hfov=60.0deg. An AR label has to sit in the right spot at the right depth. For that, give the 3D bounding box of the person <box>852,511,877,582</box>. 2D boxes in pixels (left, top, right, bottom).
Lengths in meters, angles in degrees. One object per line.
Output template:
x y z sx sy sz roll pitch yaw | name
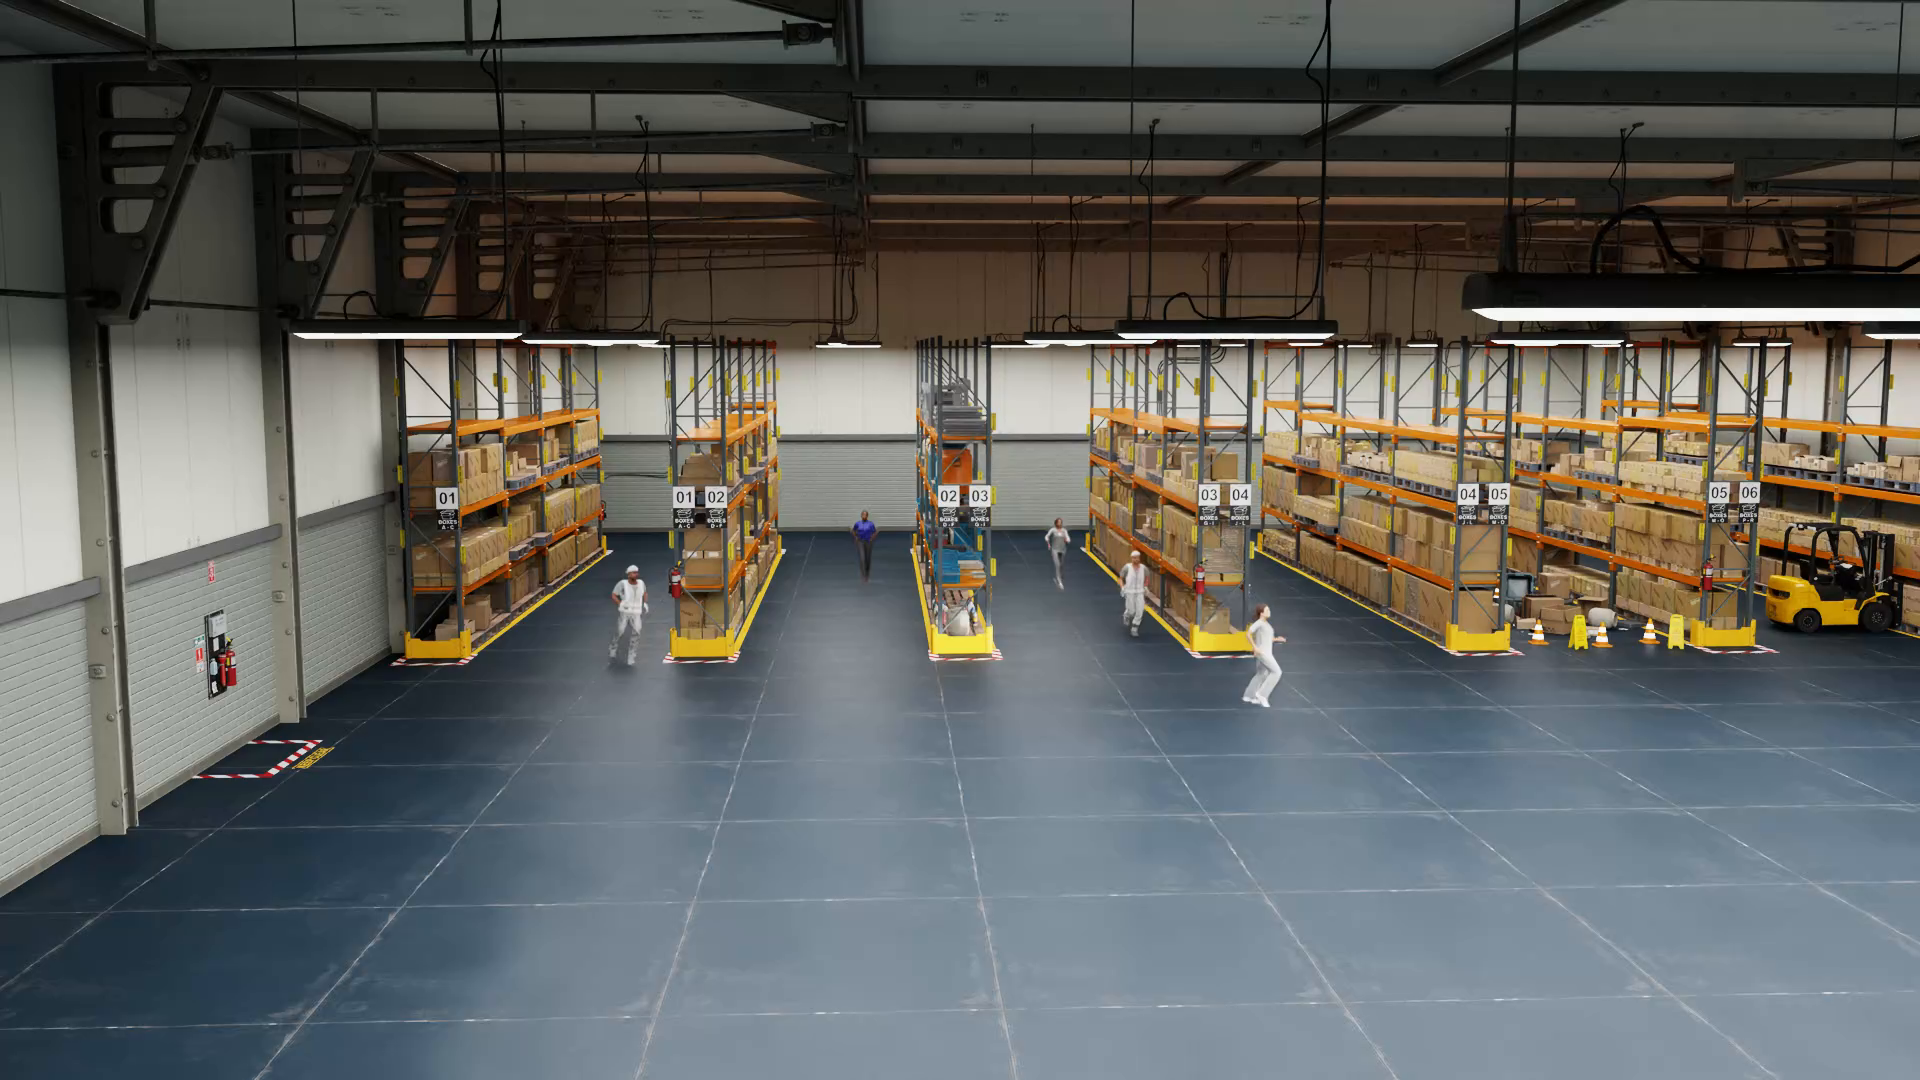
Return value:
-2.275 0.137 39.657 0.579 1.659 0.768 -1 7 -4 | person

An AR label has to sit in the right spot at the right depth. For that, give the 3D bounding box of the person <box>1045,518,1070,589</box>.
2.263 0.293 38.160 0.537 1.614 0.830 -2 7 -15 | person

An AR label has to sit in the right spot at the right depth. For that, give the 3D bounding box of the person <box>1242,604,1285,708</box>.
4.898 1.856 26.783 0.685 1.671 0.535 2 7 20 | person

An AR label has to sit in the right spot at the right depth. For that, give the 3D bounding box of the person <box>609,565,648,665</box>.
-6.078 1.366 30.724 0.741 1.804 0.807 -4 7 -29 | person

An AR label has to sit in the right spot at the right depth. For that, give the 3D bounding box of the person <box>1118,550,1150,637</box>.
3.512 1.061 33.565 0.645 1.736 0.636 -1 7 -9 | person
